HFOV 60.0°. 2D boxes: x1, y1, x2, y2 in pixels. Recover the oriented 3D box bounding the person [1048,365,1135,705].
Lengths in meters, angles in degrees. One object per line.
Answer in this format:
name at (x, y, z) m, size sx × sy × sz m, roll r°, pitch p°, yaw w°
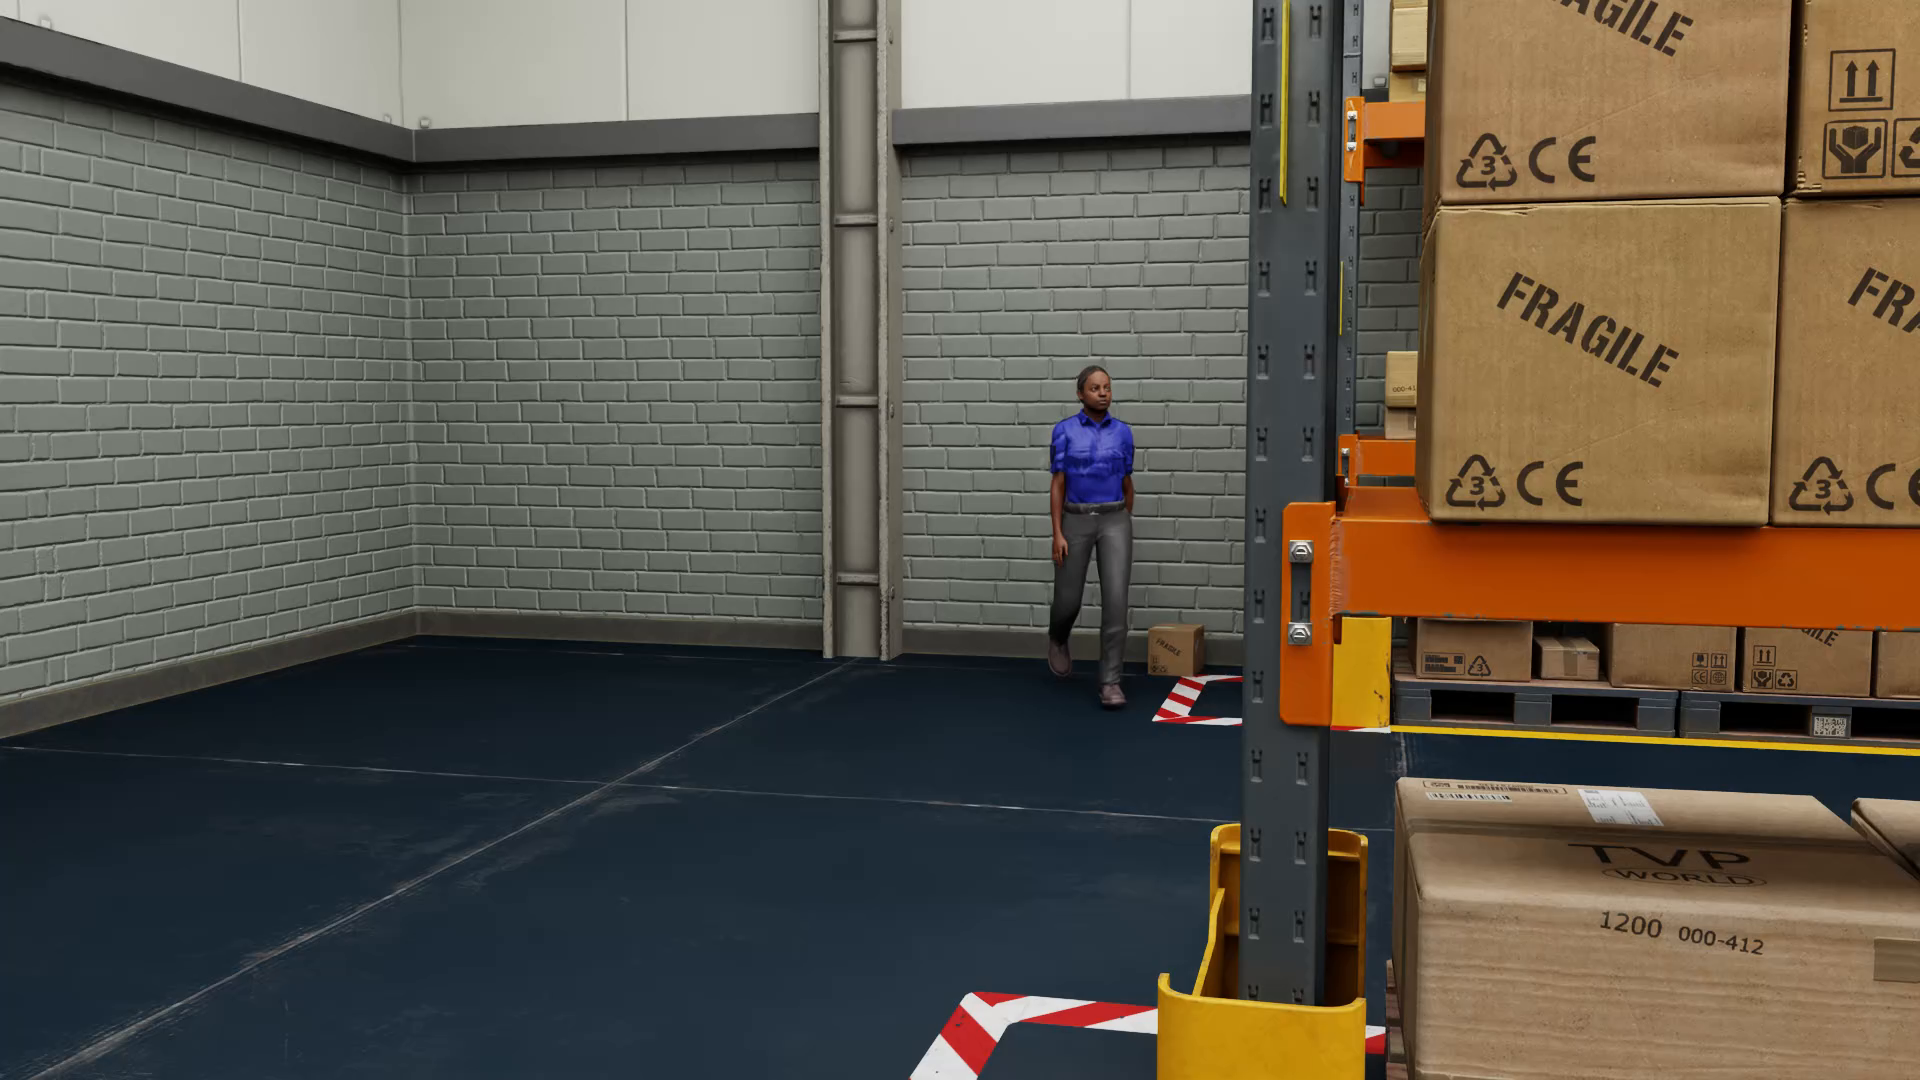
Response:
person at (0.650, -0.045, 8.218) m, size 0.431 × 1.626 × 0.785 m, roll 0°, pitch 5°, yaw -4°
